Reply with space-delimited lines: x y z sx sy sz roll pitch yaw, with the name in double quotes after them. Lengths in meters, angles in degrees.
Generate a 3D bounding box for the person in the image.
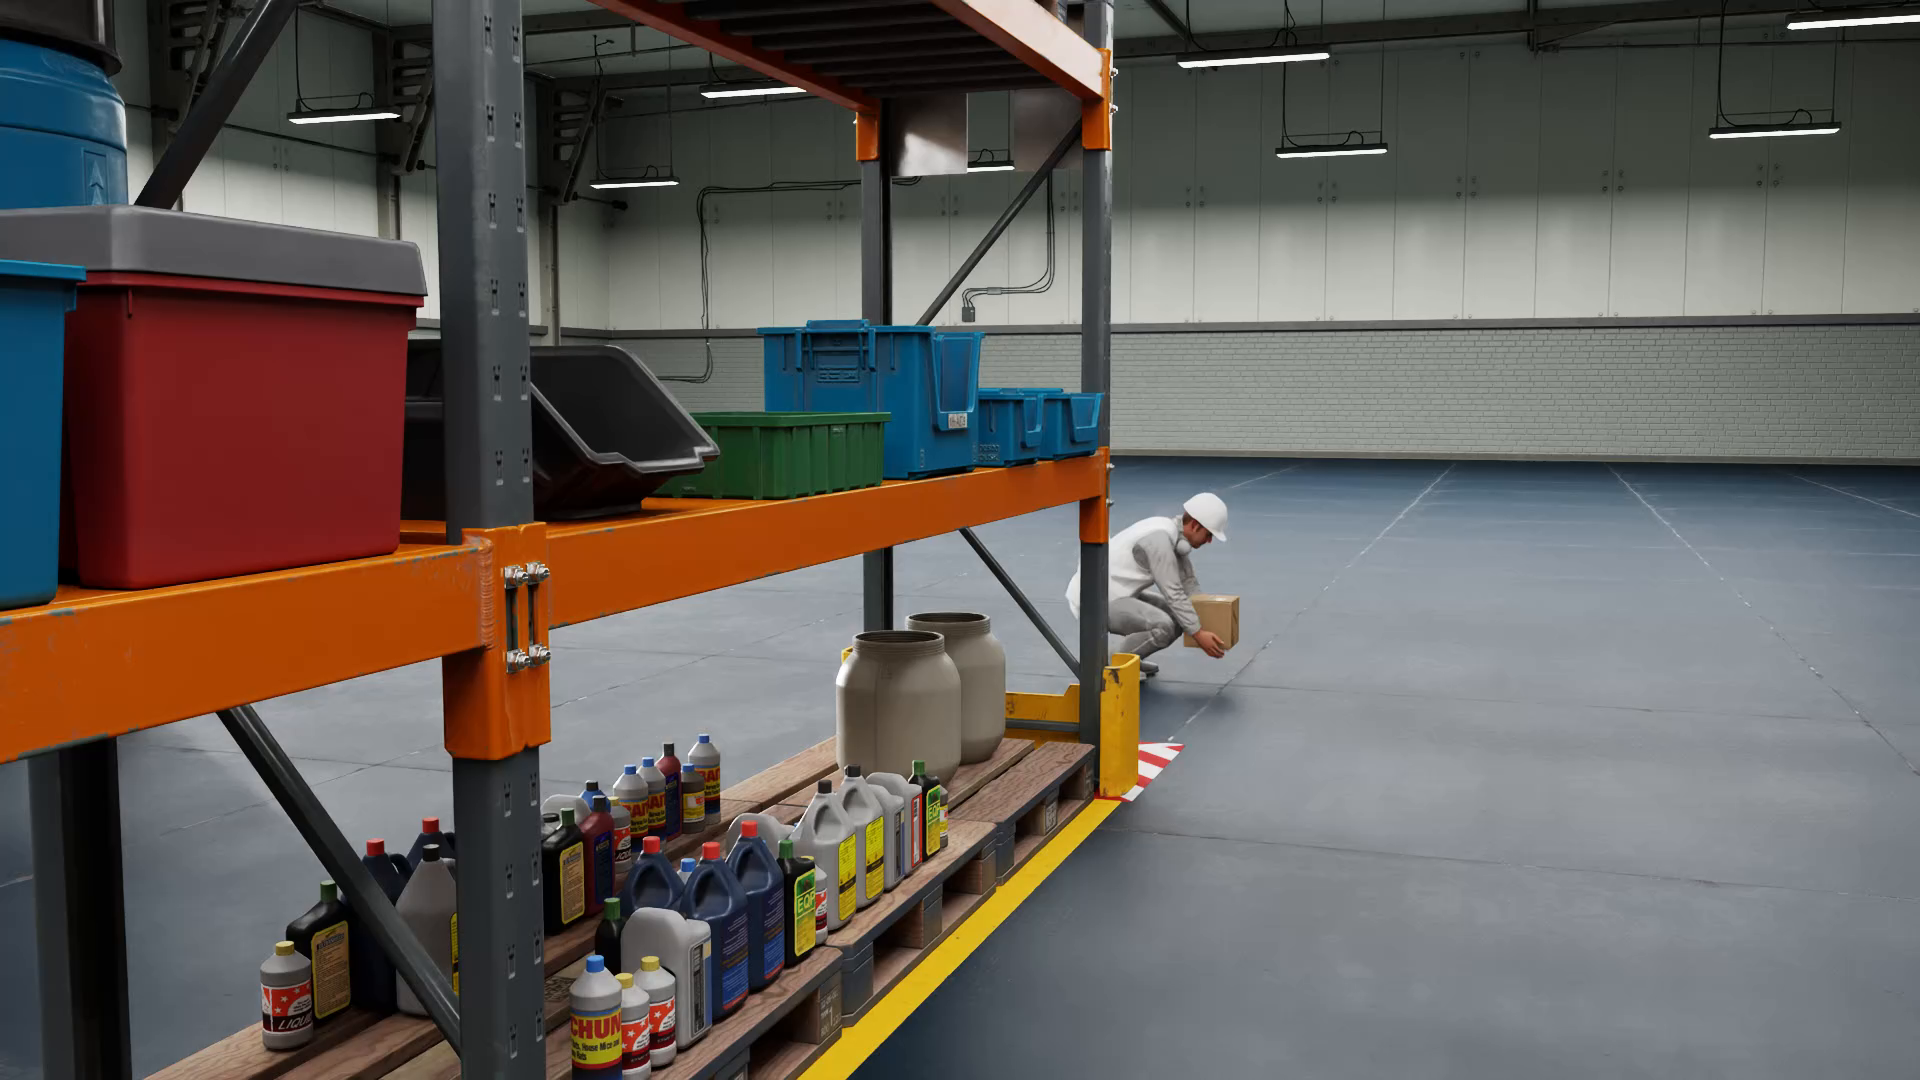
1.016 0.248 8.912 0.864 1.007 0.535 2 5 19 "person"
